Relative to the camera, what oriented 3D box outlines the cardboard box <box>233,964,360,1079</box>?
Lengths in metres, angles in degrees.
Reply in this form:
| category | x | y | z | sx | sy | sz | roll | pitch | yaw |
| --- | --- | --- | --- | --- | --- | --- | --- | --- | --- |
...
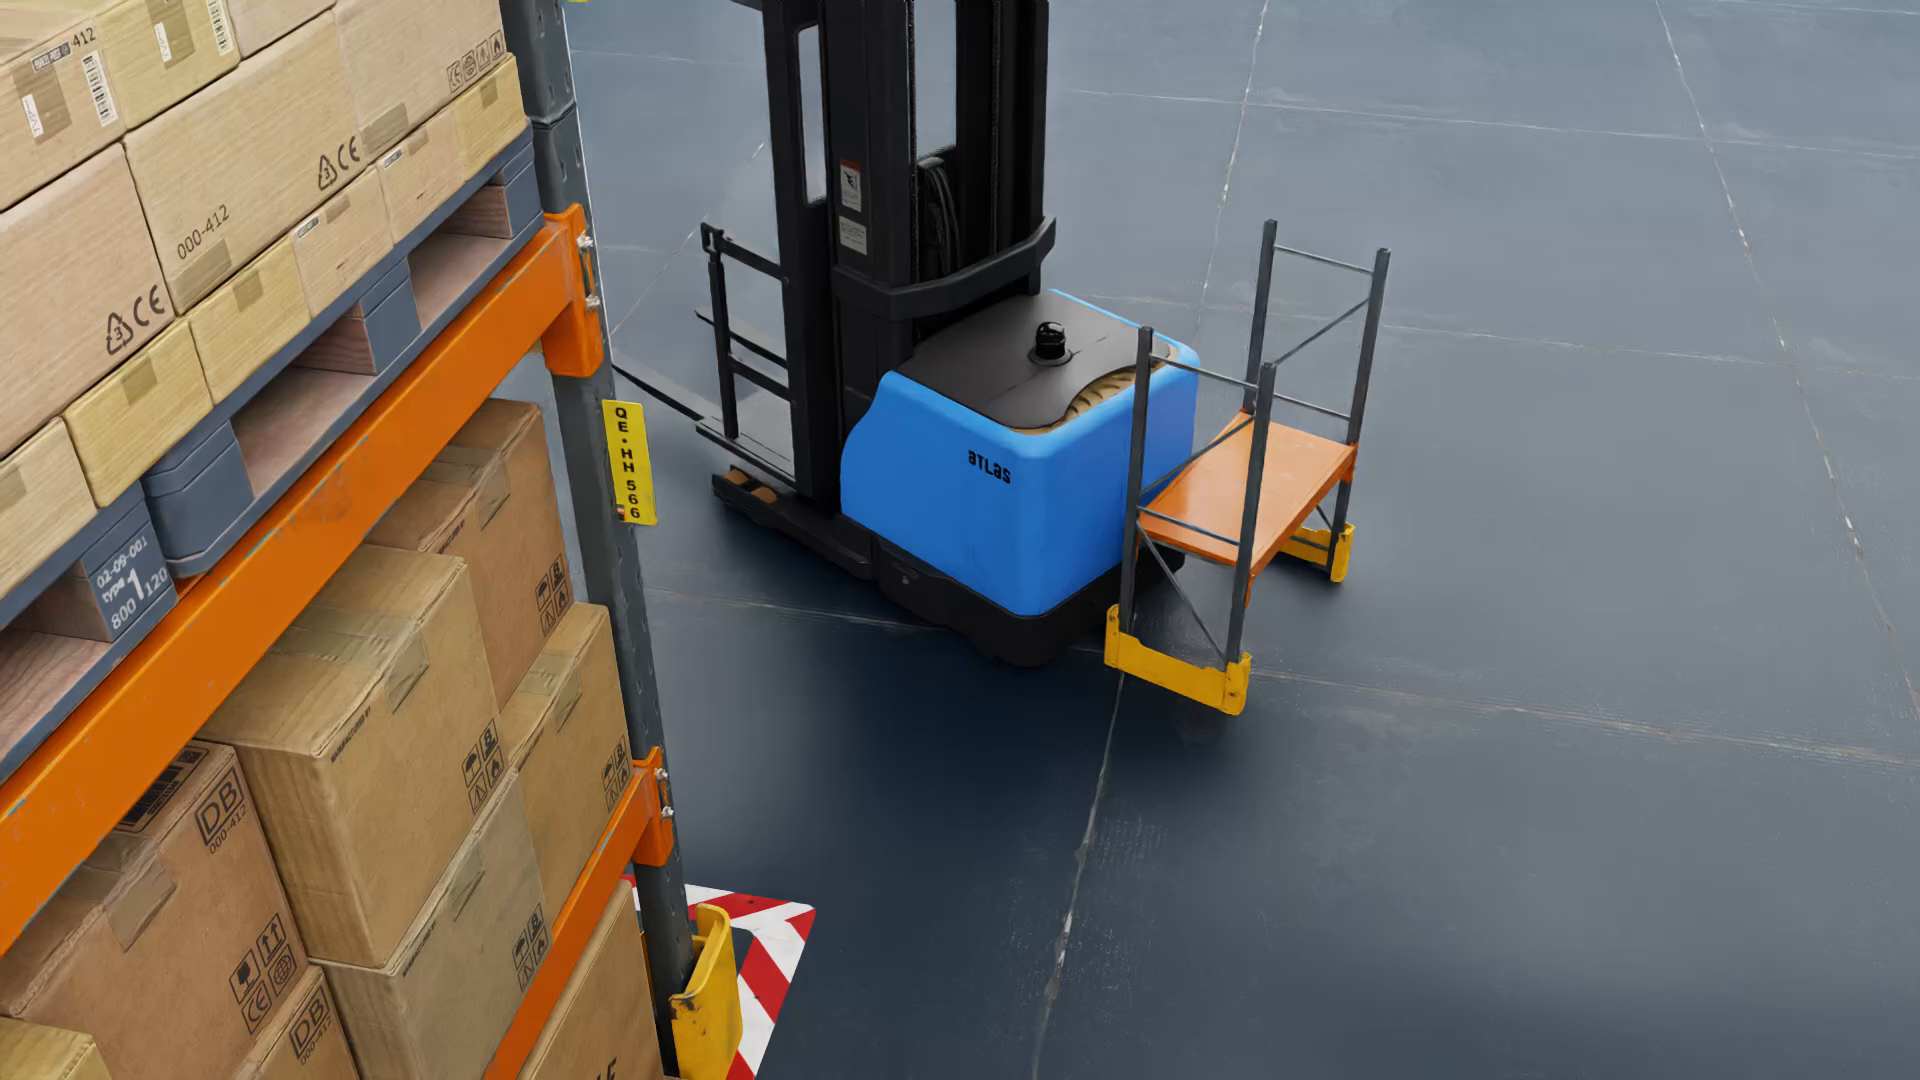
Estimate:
| category | x | y | z | sx | sy | sz | roll | pitch | yaw |
| --- | --- | --- | --- | --- | --- | --- | --- | --- | --- |
| cardboard box | -1.646 | 1.099 | 3.050 | 0.875 | 0.550 | 0.550 | 7 | 37 | 10 |

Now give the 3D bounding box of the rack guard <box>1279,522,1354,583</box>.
| category | x | y | z | sx | sy | sz | roll | pitch | yaw |
| --- | --- | --- | --- | --- | --- | --- | --- | --- | --- |
| rack guard | 1.375 | -0.031 | 7.079 | 0.587 | 0.250 | 0.087 | 21 | 41 | 26 |

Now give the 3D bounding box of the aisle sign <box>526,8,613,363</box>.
| category | x | y | z | sx | sy | sz | roll | pitch | yaw |
| --- | --- | --- | --- | --- | --- | --- | --- | --- | --- |
| aisle sign | -0.964 | -0.738 | 3.497 | 0.394 | 0.787 | 0.004 | 7 | 37 | 10 |

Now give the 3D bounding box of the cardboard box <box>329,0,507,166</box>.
| category | x | y | z | sx | sy | sz | roll | pitch | yaw |
| --- | --- | --- | --- | --- | --- | --- | --- | --- | --- |
| cardboard box | -1.104 | -0.852 | 2.744 | 0.500 | 0.250 | 0.500 | 8 | 37 | 11 |

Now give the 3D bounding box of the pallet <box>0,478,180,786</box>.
| category | x | y | z | sx | sy | sz | roll | pitch | yaw |
| --- | --- | --- | --- | --- | --- | --- | --- | --- | --- |
| pallet | -1.679 | 0.267 | 1.845 | 1.003 | 0.211 | 1.213 | 7 | 37 | 10 |

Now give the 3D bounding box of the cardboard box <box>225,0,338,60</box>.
| category | x | y | z | sx | sy | sz | roll | pitch | yaw |
| --- | --- | --- | --- | --- | --- | --- | --- | --- | --- |
| cardboard box | -1.122 | -0.803 | 2.338 | 0.380 | 0.149 | 0.250 | 8 | 37 | 11 |

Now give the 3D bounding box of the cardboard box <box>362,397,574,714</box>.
| category | x | y | z | sx | sy | sz | roll | pitch | yaw |
| --- | --- | --- | --- | --- | --- | --- | --- | --- | --- |
| cardboard box | -1.389 | 0.027 | 3.608 | 0.875 | 0.550 | 0.550 | 7 | 37 | 10 |

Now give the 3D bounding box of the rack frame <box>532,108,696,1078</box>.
| category | x | y | z | sx | sy | sz | roll | pitch | yaw |
| --- | --- | --- | --- | --- | --- | --- | --- | --- | --- |
| rack frame | -1.272 | 0.318 | 4.256 | 1.000 | 3.000 | 0.127 | 7 | 37 | 10 |

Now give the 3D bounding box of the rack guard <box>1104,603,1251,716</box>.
| category | x | y | z | sx | sy | sz | roll | pitch | yaw |
| --- | --- | --- | --- | --- | --- | --- | --- | --- | --- |
| rack guard | 0.830 | 0.458 | 6.404 | 0.587 | 0.250 | 0.087 | 21 | 41 | 26 |

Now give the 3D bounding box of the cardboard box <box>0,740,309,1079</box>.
| category | x | y | z | sx | sy | sz | roll | pitch | yaw |
| --- | --- | --- | --- | --- | --- | --- | --- | --- | --- |
| cardboard box | -1.669 | 0.658 | 2.738 | 0.875 | 0.550 | 0.550 | 7 | 37 | 10 |

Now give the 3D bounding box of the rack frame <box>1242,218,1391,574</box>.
| category | x | y | z | sx | sy | sz | roll | pitch | yaw |
| --- | --- | --- | --- | --- | --- | --- | --- | --- | --- |
| rack frame | 1.386 | -0.546 | 6.725 | 0.500 | 1.500 | 0.032 | 21 | 41 | 26 |

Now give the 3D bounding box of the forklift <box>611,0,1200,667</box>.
| category | x | y | z | sx | sy | sz | roll | pitch | yaw |
| --- | --- | --- | --- | --- | --- | --- | --- | --- | --- |
| forklift | -0.461 | -1.448 | 6.750 | 3.031 | 2.935 | 1.130 | 30 | 45 | 34 |

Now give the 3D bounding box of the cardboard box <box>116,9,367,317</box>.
| category | x | y | z | sx | sy | sz | roll | pitch | yaw |
| --- | --- | --- | --- | --- | --- | --- | --- | --- | --- |
| cardboard box | -1.211 | -0.565 | 2.349 | 0.500 | 0.250 | 0.500 | 7 | 37 | 10 |

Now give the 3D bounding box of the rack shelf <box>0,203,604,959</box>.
| category | x | y | z | sx | sy | sz | roll | pitch | yaw |
| --- | --- | --- | --- | --- | --- | --- | --- | --- | --- |
| rack shelf | -1.699 | 0.541 | 2.005 | 1.077 | 0.370 | 4.000 | 7 | 37 | 10 |

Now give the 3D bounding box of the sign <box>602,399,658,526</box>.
| category | x | y | z | sx | sy | sz | roll | pitch | yaw |
| --- | --- | --- | --- | --- | --- | --- | --- | --- | --- |
| sign | -0.745 | -0.171 | 3.742 | 0.100 | 0.325 | 0.005 | 7 | 37 | 10 |

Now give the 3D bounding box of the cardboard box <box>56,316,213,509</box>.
| category | x | y | z | sx | sy | sz | roll | pitch | yaw |
| --- | --- | --- | --- | --- | --- | --- | --- | --- | --- |
| cardboard box | -1.230 | -0.189 | 2.170 | 0.380 | 0.149 | 0.250 | 7 | 36 | 9 |

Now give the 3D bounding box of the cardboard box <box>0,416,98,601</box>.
| category | x | y | z | sx | sy | sz | roll | pitch | yaw |
| --- | --- | --- | --- | --- | --- | --- | --- | --- | --- |
| cardboard box | -1.284 | -0.044 | 1.970 | 0.380 | 0.149 | 0.250 | 8 | 37 | 10 |

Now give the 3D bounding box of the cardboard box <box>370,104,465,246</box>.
| category | x | y | z | sx | sy | sz | roll | pitch | yaw |
| --- | --- | --- | --- | --- | --- | --- | --- | --- | --- |
| cardboard box | -1.067 | -0.628 | 2.776 | 0.380 | 0.149 | 0.250 | 8 | 37 | 10 |

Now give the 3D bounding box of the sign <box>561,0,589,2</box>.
| category | x | y | z | sx | sy | sz | roll | pitch | yaw |
| --- | --- | --- | --- | --- | --- | --- | --- | --- | --- |
| sign | -0.745 | -1.148 | 3.034 | 0.100 | 0.325 | 0.005 | 7 | 37 | 10 |

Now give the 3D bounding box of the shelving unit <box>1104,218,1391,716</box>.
| category | x | y | z | sx | sy | sz | roll | pitch | yaw |
| --- | --- | --- | --- | --- | --- | --- | --- | --- | --- |
| shelving unit | 1.103 | -0.292 | 6.375 | 0.587 | 1.500 | 1.083 | 21 | 41 | 26 |

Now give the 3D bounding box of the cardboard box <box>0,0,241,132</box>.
| category | x | y | z | sx | sy | sz | roll | pitch | yaw |
| --- | --- | --- | --- | --- | --- | --- | --- | --- | --- |
| cardboard box | -1.176 | -0.655 | 2.133 | 0.380 | 0.149 | 0.250 | 8 | 37 | 11 |

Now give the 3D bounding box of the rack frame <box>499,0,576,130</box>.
| category | x | y | z | sx | sy | sz | roll | pitch | yaw |
| --- | --- | --- | --- | --- | --- | --- | --- | --- | --- |
| rack frame | -1.272 | -2.112 | 2.495 | 1.000 | 3.000 | 0.127 | 7 | 37 | 10 |

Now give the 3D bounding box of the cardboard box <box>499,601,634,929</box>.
| category | x | y | z | sx | sy | sz | roll | pitch | yaw |
| --- | --- | --- | --- | --- | --- | --- | --- | --- | --- |
| cardboard box | -1.307 | 0.475 | 3.911 | 0.875 | 0.550 | 0.550 | 7 | 37 | 10 |

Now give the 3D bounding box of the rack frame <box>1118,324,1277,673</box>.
| category | x | y | z | sx | sy | sz | roll | pitch | yaw |
| --- | --- | --- | --- | --- | --- | --- | --- | --- | --- |
| rack frame | 0.830 | -0.047 | 6.036 | 0.500 | 1.500 | 0.032 | 21 | 41 | 26 |

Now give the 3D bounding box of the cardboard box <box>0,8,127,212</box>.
| category | x | y | z | sx | sy | sz | roll | pitch | yaw |
| --- | --- | --- | --- | --- | --- | --- | --- | --- | --- |
| cardboard box | -1.231 | -0.512 | 1.935 | 0.380 | 0.149 | 0.250 | 7 | 37 | 10 |

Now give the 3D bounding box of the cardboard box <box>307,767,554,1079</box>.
| category | x | y | z | sx | sy | sz | roll | pitch | yaw |
| --- | --- | --- | --- | --- | --- | --- | --- | --- | --- |
| cardboard box | -1.403 | 0.793 | 3.472 | 0.875 | 0.550 | 0.550 | 7 | 37 | 10 |

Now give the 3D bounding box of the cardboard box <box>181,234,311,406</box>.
| category | x | y | z | sx | sy | sz | roll | pitch | yaw |
| --- | --- | --- | --- | --- | --- | --- | --- | --- | --- |
| cardboard box | -1.176 | -0.336 | 2.373 | 0.380 | 0.149 | 0.250 | 8 | 37 | 10 |

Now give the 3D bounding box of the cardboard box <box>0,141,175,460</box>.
| category | x | y | z | sx | sy | sz | roll | pitch | yaw |
| --- | --- | --- | --- | --- | --- | --- | --- | --- | --- |
| cardboard box | -1.320 | -0.277 | 1.952 | 0.500 | 0.250 | 0.500 | 7 | 37 | 10 |

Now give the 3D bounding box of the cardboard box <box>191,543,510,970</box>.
| category | x | y | z | sx | sy | sz | roll | pitch | yaw |
| --- | --- | --- | --- | --- | --- | --- | --- | --- | --- |
| cardboard box | -1.417 | 0.354 | 3.157 | 0.875 | 0.550 | 0.550 | 7 | 37 | 10 |

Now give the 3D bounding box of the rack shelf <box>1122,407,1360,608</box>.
| category | x | y | z | sx | sy | sz | roll | pitch | yaw |
| --- | --- | --- | --- | --- | --- | --- | --- | --- | --- |
| rack shelf | 1.108 | -0.151 | 6.486 | 0.538 | 0.185 | 1.000 | 21 | 41 | 26 |

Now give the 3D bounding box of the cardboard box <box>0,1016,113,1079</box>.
| category | x | y | z | sx | sy | sz | roll | pitch | yaw |
| --- | --- | --- | --- | --- | --- | --- | --- | --- | --- |
| cardboard box | -1.655 | 0.978 | 2.296 | 0.875 | 0.550 | 0.500 | 7 | 37 | 10 |

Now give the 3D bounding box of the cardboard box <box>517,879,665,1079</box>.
| category | x | y | z | sx | sy | sz | roll | pitch | yaw |
| --- | --- | --- | --- | --- | --- | --- | --- | --- | --- |
| cardboard box | -1.353 | 1.405 | 4.208 | 0.875 | 0.875 | 0.875 | 8 | 37 | 10 |

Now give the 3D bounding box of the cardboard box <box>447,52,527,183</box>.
| category | x | y | z | sx | sy | sz | roll | pitch | yaw |
| --- | --- | --- | --- | --- | --- | --- | --- | --- | --- |
| cardboard box | -1.012 | -0.773 | 2.975 | 0.380 | 0.149 | 0.250 | 7 | 37 | 10 |

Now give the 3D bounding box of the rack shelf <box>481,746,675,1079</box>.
| category | x | y | z | sx | sy | sz | roll | pitch | yaw |
| --- | --- | --- | --- | --- | --- | --- | --- | --- | --- |
| rack shelf | -1.699 | 1.755 | 2.885 | 1.077 | 0.370 | 4.000 | 7 | 37 | 10 |

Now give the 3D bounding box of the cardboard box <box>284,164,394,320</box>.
| category | x | y | z | sx | sy | sz | roll | pitch | yaw |
| --- | --- | --- | --- | --- | --- | --- | --- | --- | --- |
| cardboard box | -1.121 | -0.481 | 2.573 | 0.380 | 0.149 | 0.250 | 8 | 37 | 11 |

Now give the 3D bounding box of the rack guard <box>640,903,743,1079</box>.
| category | x | y | z | sx | sy | sz | roll | pitch | yaw |
| --- | --- | --- | --- | --- | --- | --- | --- | --- | --- |
| rack guard | -1.267 | 1.316 | 5.008 | 1.175 | 0.500 | 0.348 | 7 | 37 | 10 |

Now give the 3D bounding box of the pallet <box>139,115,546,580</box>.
| category | x | y | z | sx | sy | sz | roll | pitch | yaw |
| --- | --- | --- | --- | --- | --- | --- | --- | --- | --- |
| pallet | -1.421 | -0.435 | 2.813 | 1.003 | 0.211 | 1.213 | 7 | 37 | 10 |

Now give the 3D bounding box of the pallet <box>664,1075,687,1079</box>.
| category | x | y | z | sx | sy | sz | roll | pitch | yaw |
| --- | --- | --- | --- | --- | --- | --- | --- | --- | --- |
| pallet | -1.367 | 1.915 | 4.428 | 1.003 | 0.211 | 1.213 | 7 | 37 | 10 |
